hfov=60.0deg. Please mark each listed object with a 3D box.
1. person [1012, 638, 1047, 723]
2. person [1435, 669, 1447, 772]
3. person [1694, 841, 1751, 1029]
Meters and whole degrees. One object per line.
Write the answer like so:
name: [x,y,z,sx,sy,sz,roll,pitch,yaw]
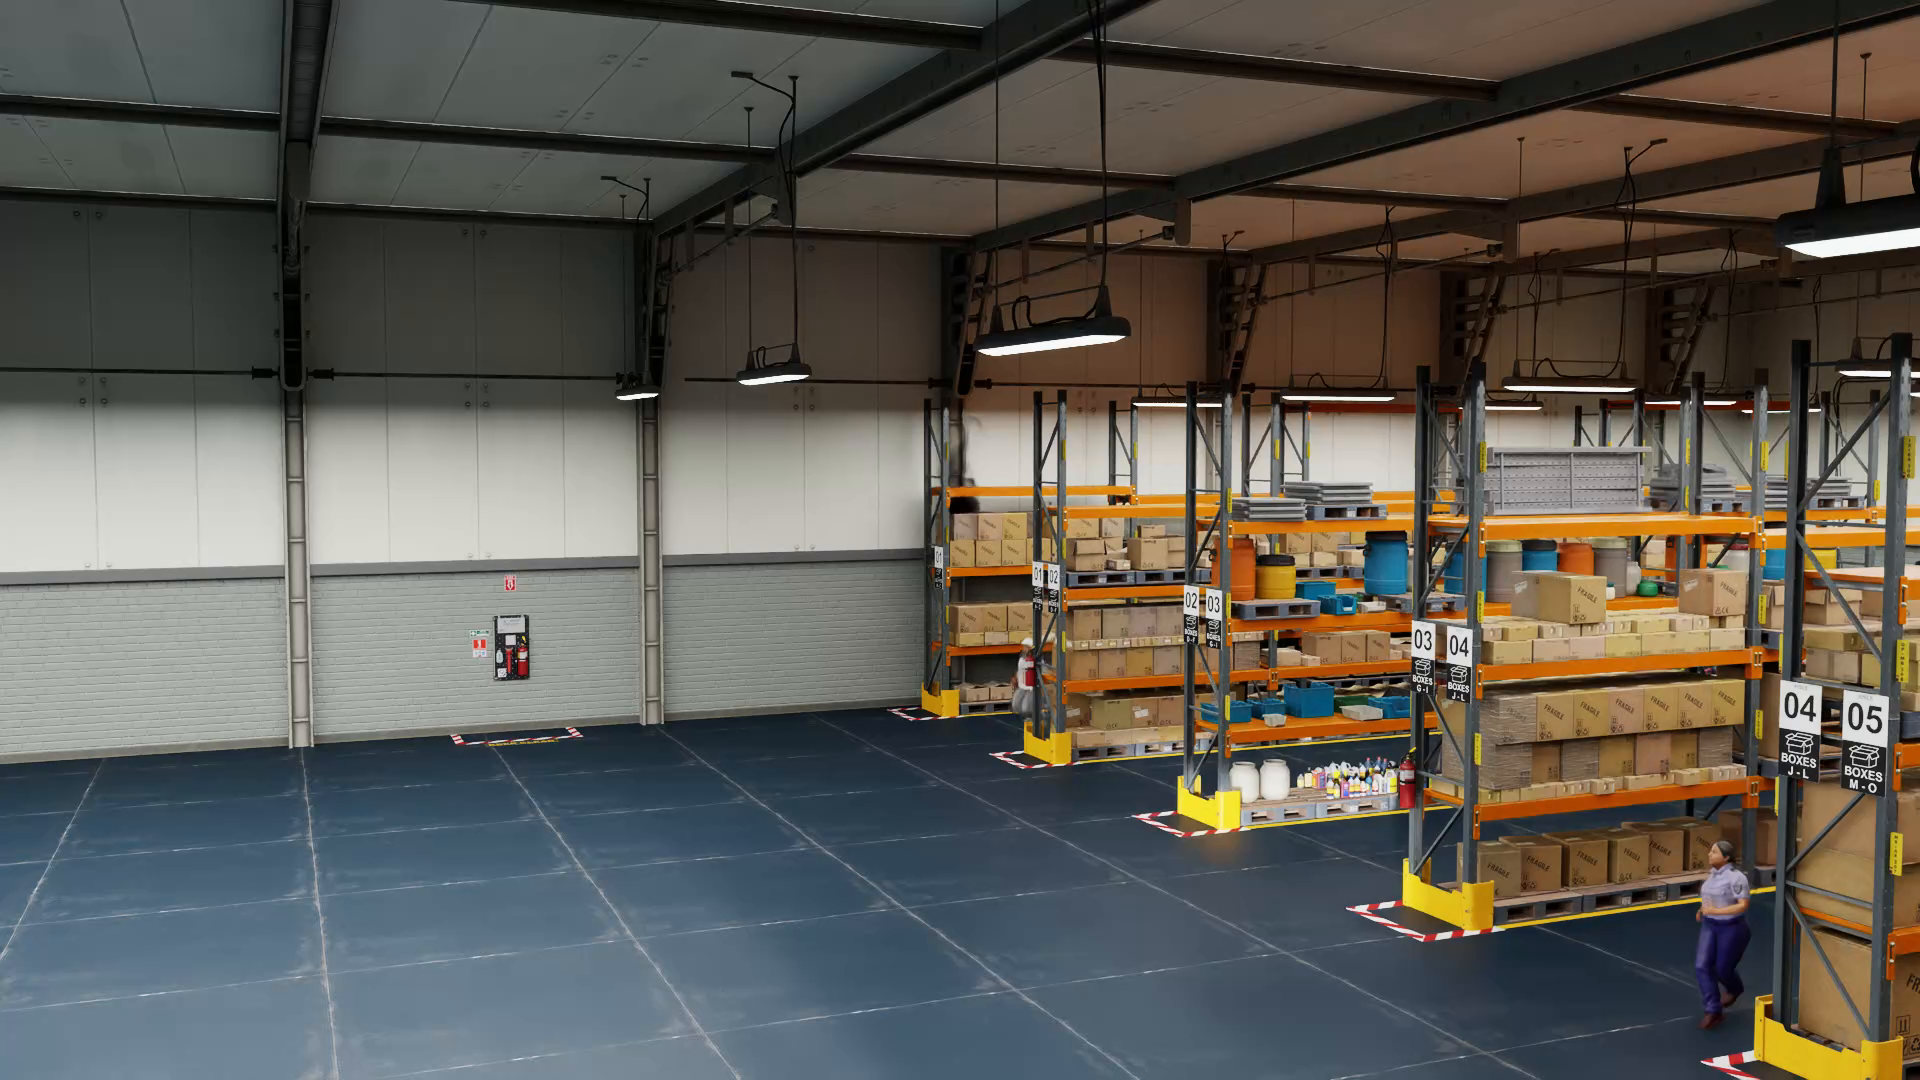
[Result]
person: [1.204,2.521,29.050,0.621,1.631,0.660,-3,4,-39]
person: [7.832,2.787,26.262,0.847,1.735,0.600,-2,4,-28]
person: [6.791,3.506,14.864,0.698,1.660,0.706,-1,4,-23]
